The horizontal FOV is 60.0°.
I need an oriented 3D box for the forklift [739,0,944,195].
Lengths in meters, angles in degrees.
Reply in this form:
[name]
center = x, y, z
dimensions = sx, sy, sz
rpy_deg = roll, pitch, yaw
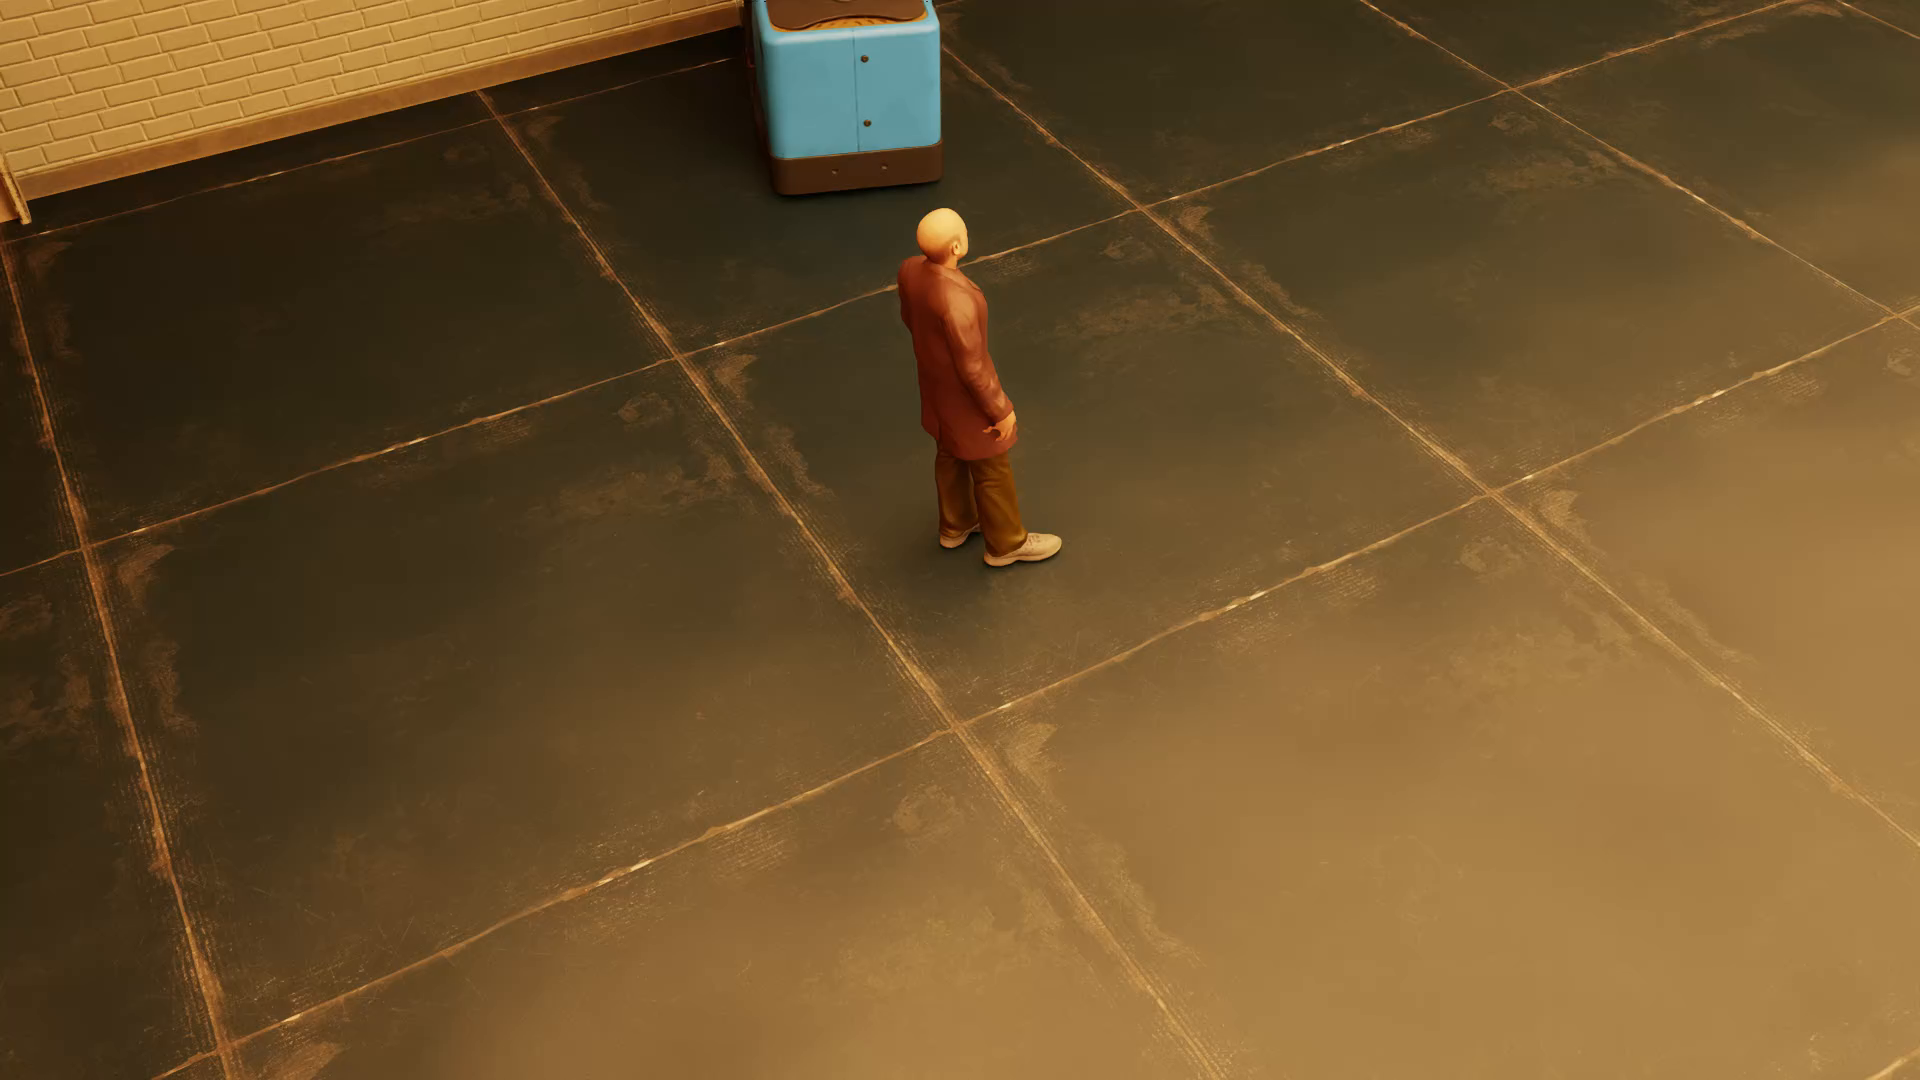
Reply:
[forklift]
center = -0.872, -4.155, 10.178
dimensions = 1.130, 2.935, 3.031
rpy_deg = -7, 43, -8

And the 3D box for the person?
[person]
center = 0.082, -0.686, 7.275
dimensions = 0.579, 1.777, 0.698
rpy_deg = -21, 47, -21
